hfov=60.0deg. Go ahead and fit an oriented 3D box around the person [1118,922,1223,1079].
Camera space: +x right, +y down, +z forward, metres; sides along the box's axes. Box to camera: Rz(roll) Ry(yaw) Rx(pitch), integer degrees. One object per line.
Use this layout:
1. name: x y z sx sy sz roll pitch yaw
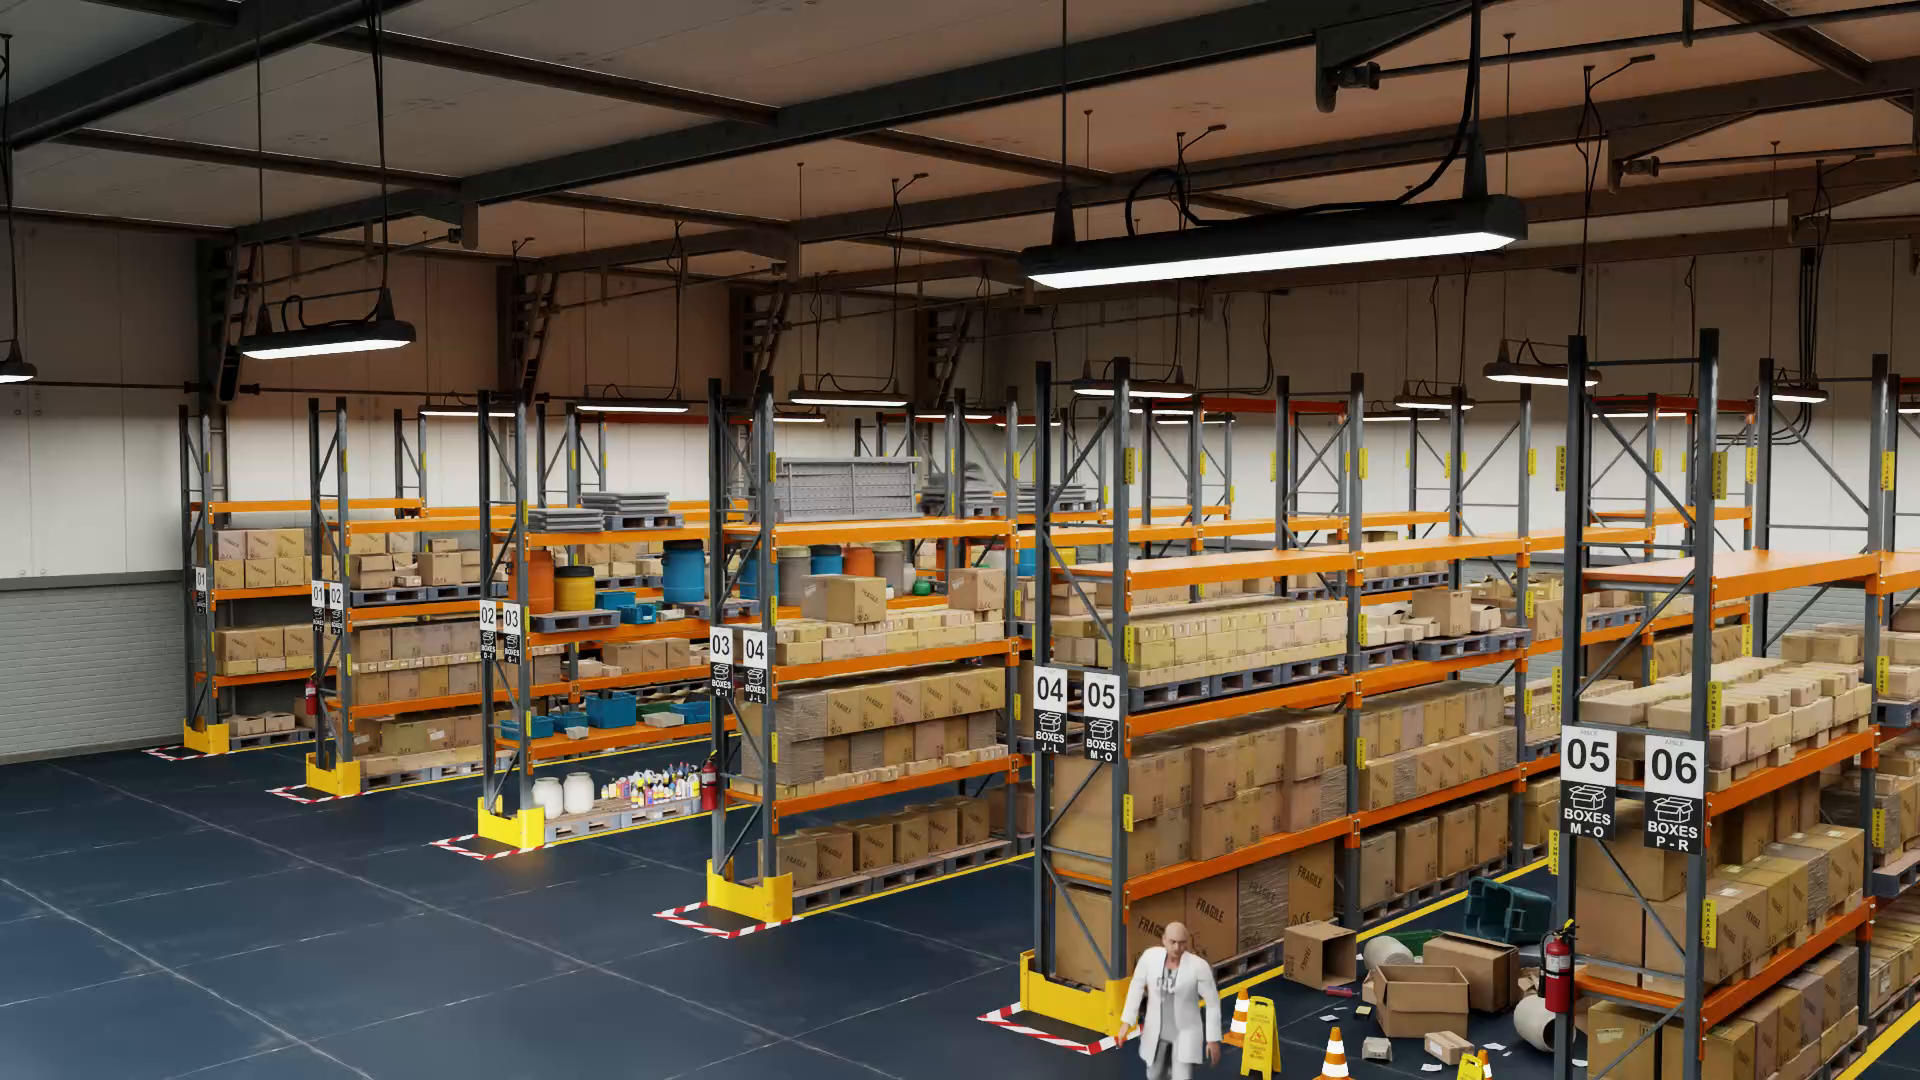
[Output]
1. person: 1.614 3.655 12.445 0.775 1.722 0.934 1 3 21
